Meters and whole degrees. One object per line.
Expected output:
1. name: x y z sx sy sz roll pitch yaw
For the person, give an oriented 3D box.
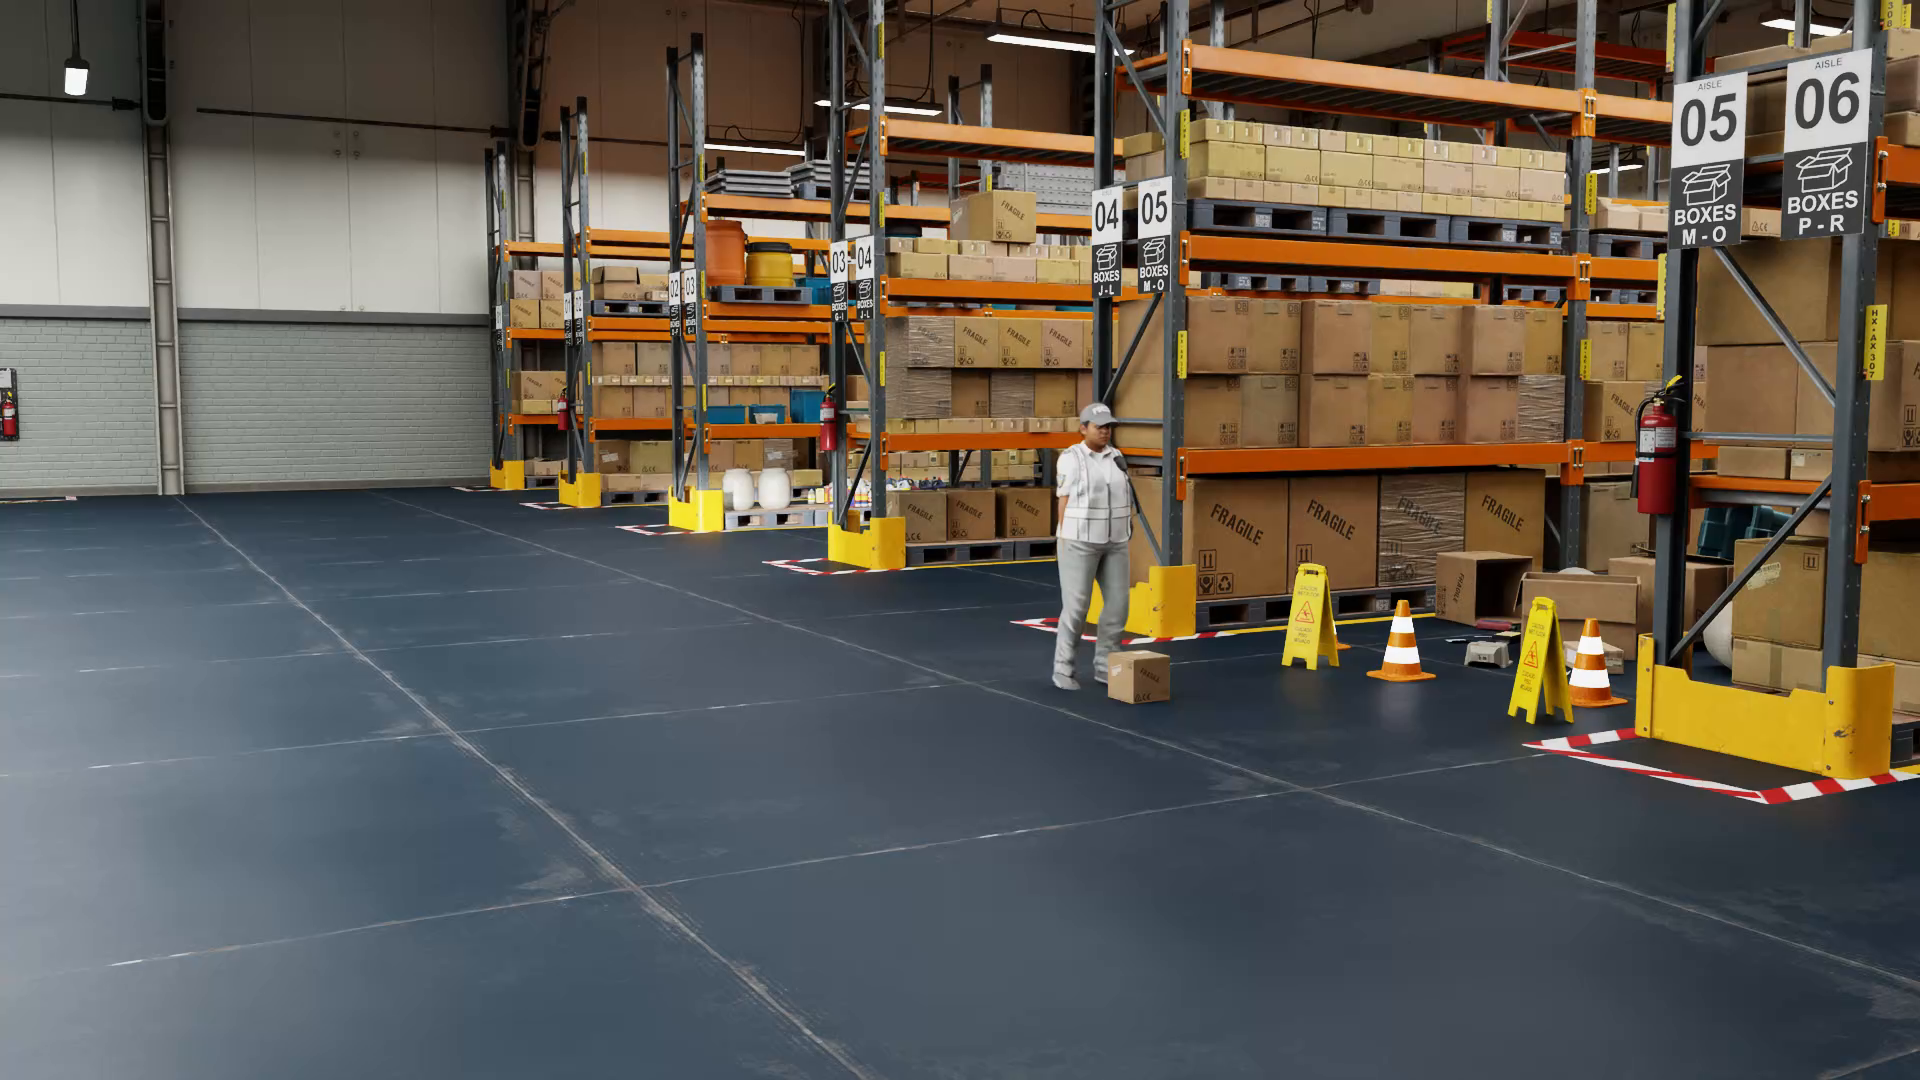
1. person: 0.796 0.058 9.682 0.467 1.706 0.388 -3 6 -27
